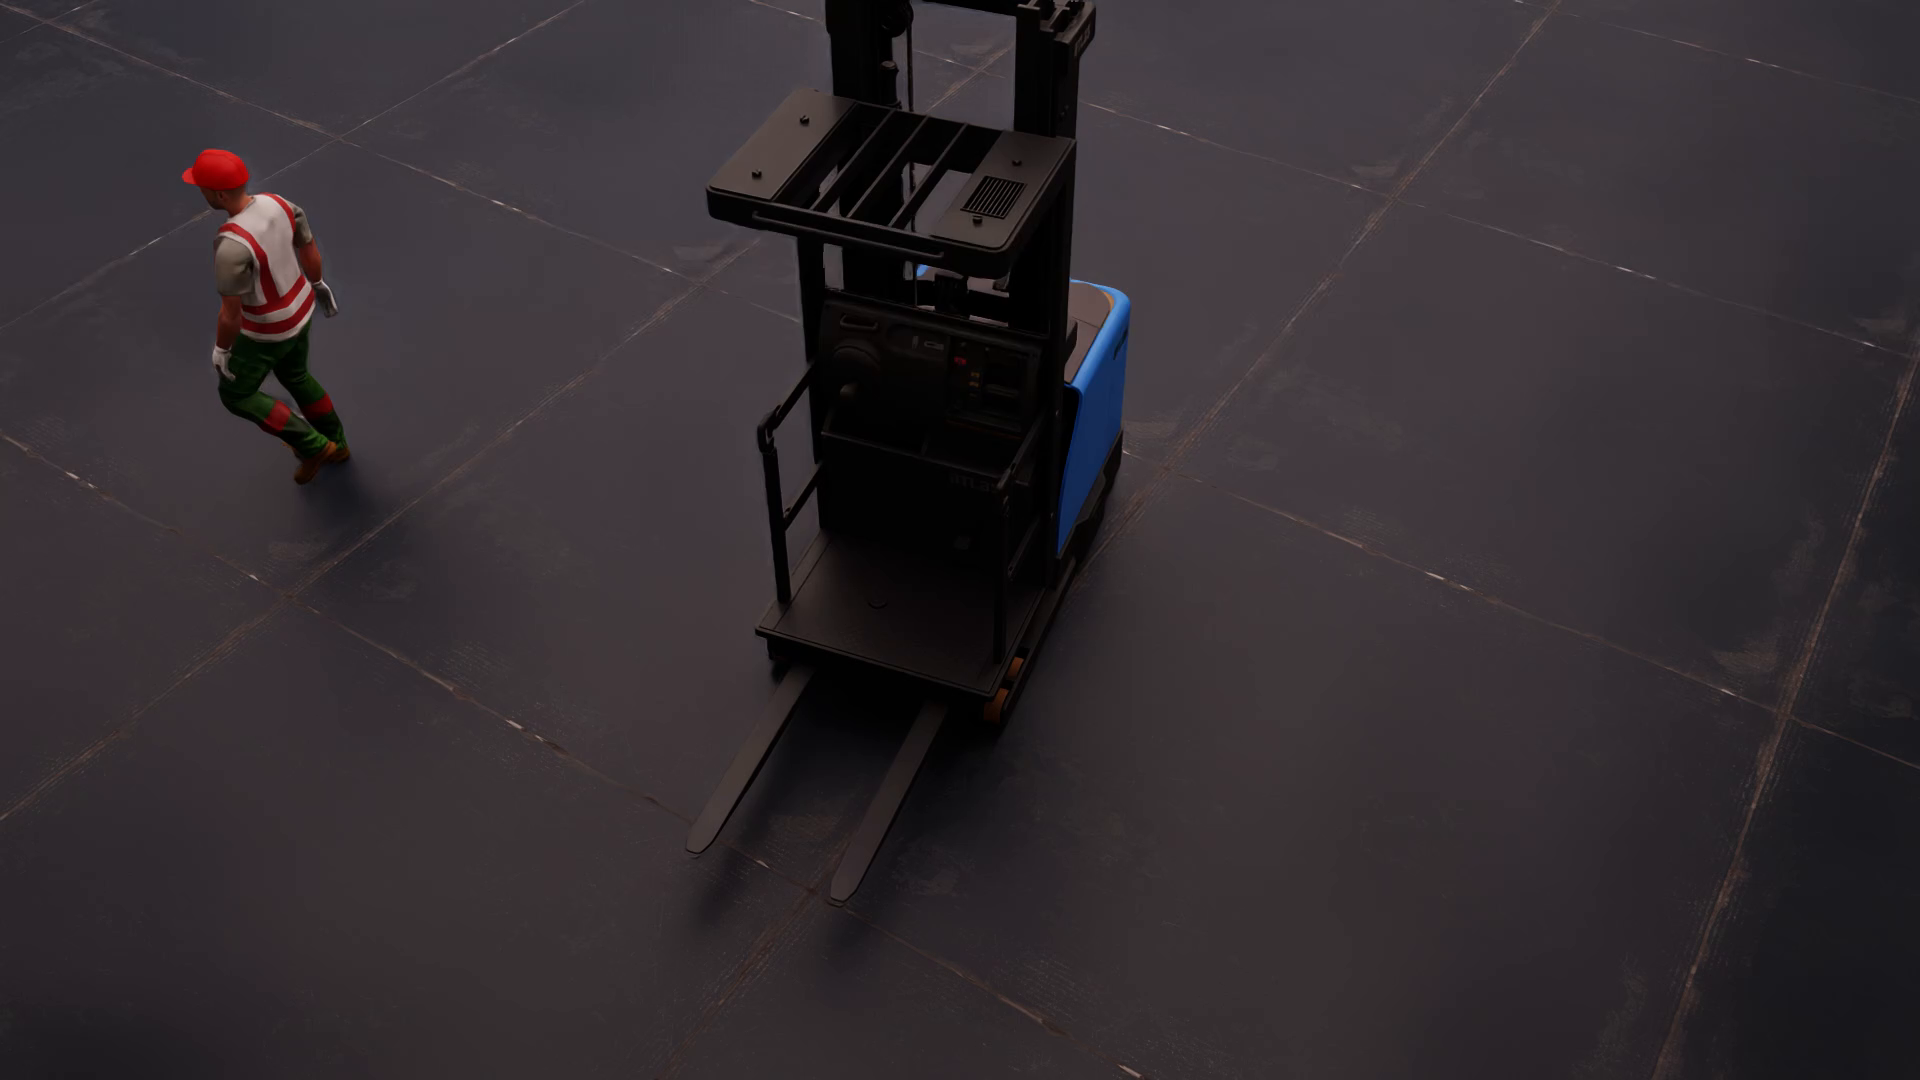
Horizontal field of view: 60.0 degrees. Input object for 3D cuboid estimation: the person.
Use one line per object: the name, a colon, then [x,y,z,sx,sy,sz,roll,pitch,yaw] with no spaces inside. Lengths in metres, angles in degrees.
person: [-3.256,-1.026,7.779,0.468,1.767,0.719,6,44,6]

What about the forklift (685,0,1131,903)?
forklift: [-0.203,-0.600,6.481,1.130,2.935,3.031,15,45,15]
